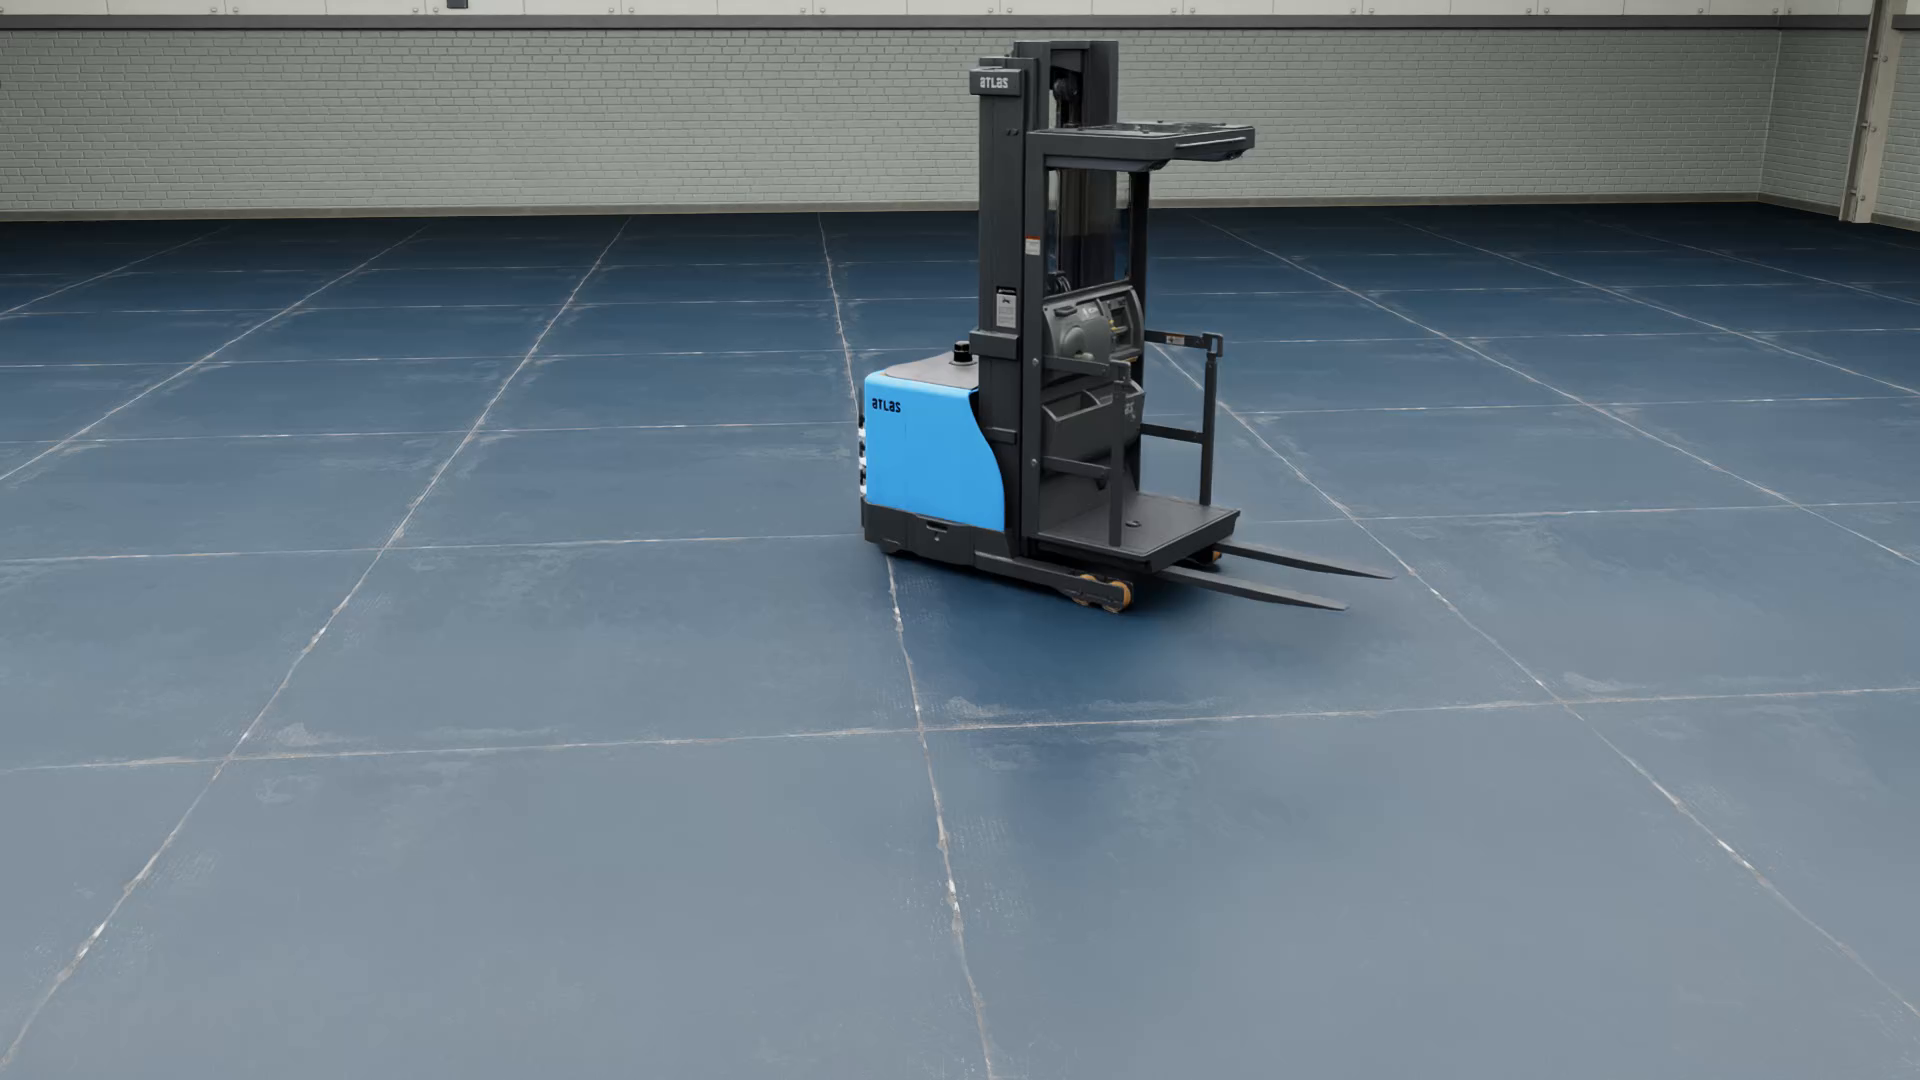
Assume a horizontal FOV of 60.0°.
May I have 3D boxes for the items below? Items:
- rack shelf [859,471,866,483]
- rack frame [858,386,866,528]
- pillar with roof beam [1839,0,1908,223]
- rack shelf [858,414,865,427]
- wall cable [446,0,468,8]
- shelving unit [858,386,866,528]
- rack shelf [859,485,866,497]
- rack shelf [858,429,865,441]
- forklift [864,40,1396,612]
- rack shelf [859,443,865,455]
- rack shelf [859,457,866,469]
[{"bbox_3d":[-0.464,-0.385,10.312,0.258,0.077,0.200,-11,21,-32],"label":"rack shelf"},{"bbox_3d":[-0.520,-0.528,10.356,0.240,0.900,0.006,-11,21,-32],"label":"rack frame"},{"bbox_3d":[9.787,-9.170,24.361,9.100,9.000,0.400,-2,18,-6],"label":"pillar with roof beam"},{"bbox_3d":[-0.464,-0.728,10.204,0.258,0.077,0.200,-11,21,-32],"label":"rack shelf"},{"bbox_3d":[-6.807,-11.159,25.021,2.305,6.003,0.169,-2,18,-6],"label":"wall cable"},{"bbox_3d":[-0.464,-0.502,10.275,0.258,0.900,0.210,-11,21,-32],"label":"shelving unit"},{"bbox_3d":[-0.464,-0.299,10.339,0.258,0.077,0.200,-11,21,-32],"label":"rack shelf"},{"bbox_3d":[-0.464,-0.642,10.231,0.258,0.077,0.200,-11,21,-32],"label":"rack shelf"},{"bbox_3d":[0.910,-1.189,9.071,3.031,2.935,1.130,13,21,35],"label":"forklift"},{"bbox_3d":[-0.464,-0.557,10.258,0.258,0.077,0.200,-11,21,-32],"label":"rack shelf"},{"bbox_3d":[-0.464,-0.471,10.285,0.258,0.077,0.200,-11,21,-32],"label":"rack shelf"}]
